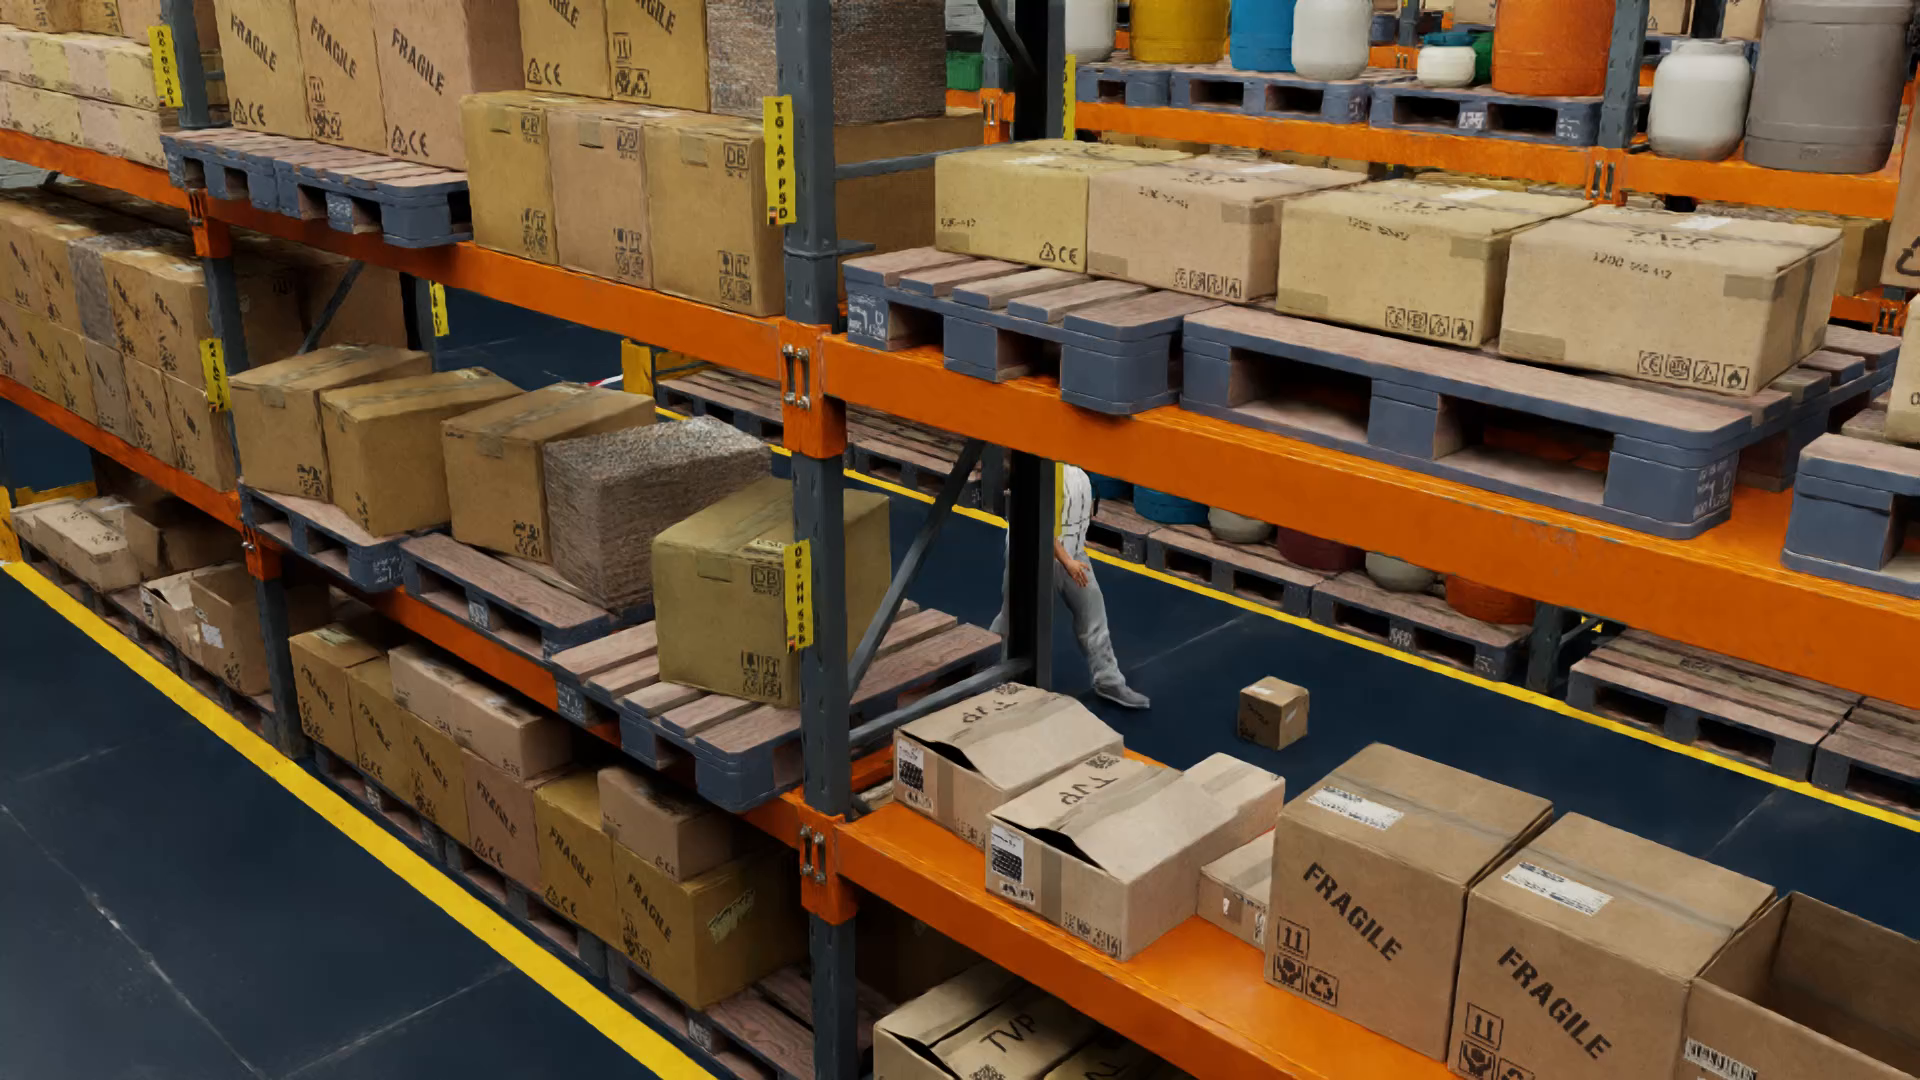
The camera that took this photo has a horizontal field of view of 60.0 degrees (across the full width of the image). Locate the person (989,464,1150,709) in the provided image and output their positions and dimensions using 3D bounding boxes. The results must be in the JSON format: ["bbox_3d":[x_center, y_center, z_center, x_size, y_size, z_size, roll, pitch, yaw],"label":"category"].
[{"bbox_3d":[0.538,0.064,8.417,0.909,1.628,0.655,12,24,28],"label":"person"}]
